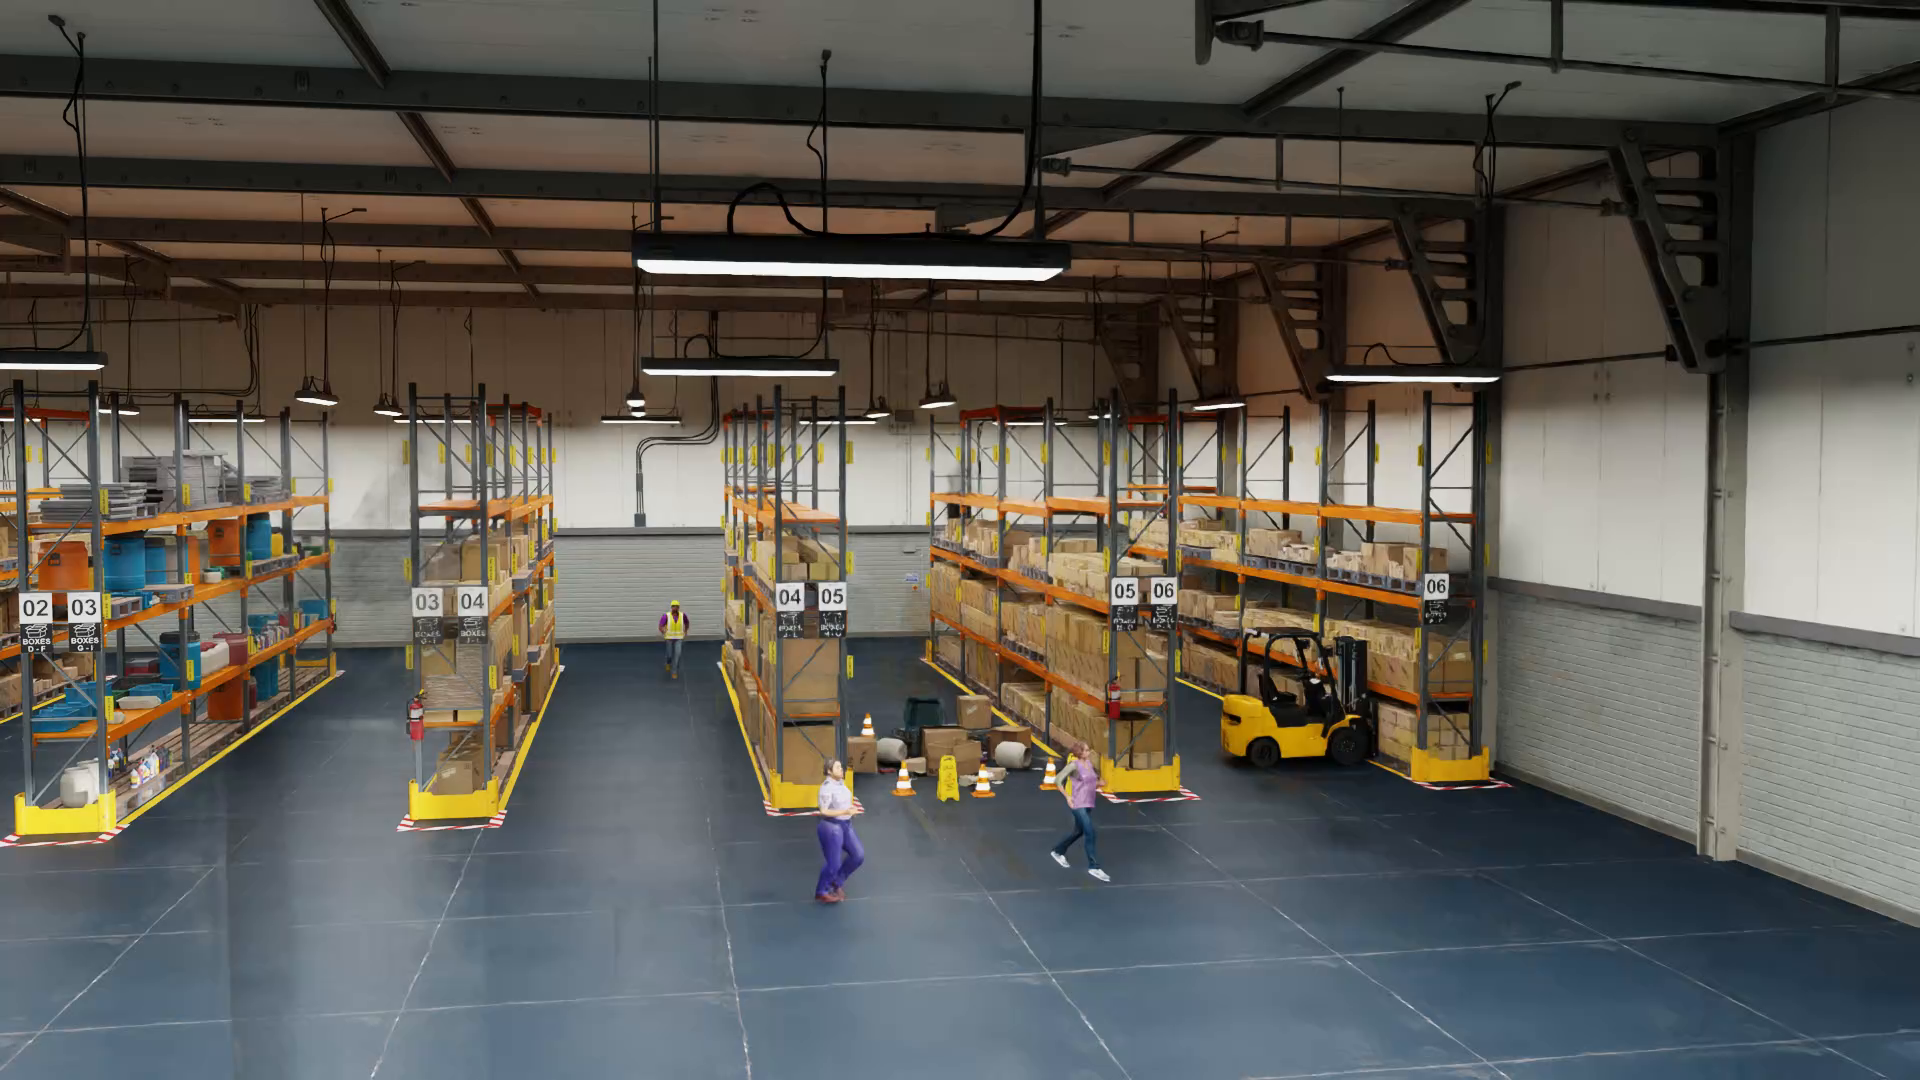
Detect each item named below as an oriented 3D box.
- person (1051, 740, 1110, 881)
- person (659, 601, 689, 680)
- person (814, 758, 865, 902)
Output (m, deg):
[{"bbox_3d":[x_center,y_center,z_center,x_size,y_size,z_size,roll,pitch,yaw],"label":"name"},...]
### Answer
[{"bbox_3d":[1.427,3.183,19.738,0.843,1.603,0.524,2,3,32],"label":"person"},{"bbox_3d":[-6.425,2.242,37.450,0.701,1.755,0.869,-1,3,-16],"label":"person"},{"bbox_3d":[-1.337,3.250,18.563,0.603,1.636,0.588,1,3,26],"label":"person"}]
